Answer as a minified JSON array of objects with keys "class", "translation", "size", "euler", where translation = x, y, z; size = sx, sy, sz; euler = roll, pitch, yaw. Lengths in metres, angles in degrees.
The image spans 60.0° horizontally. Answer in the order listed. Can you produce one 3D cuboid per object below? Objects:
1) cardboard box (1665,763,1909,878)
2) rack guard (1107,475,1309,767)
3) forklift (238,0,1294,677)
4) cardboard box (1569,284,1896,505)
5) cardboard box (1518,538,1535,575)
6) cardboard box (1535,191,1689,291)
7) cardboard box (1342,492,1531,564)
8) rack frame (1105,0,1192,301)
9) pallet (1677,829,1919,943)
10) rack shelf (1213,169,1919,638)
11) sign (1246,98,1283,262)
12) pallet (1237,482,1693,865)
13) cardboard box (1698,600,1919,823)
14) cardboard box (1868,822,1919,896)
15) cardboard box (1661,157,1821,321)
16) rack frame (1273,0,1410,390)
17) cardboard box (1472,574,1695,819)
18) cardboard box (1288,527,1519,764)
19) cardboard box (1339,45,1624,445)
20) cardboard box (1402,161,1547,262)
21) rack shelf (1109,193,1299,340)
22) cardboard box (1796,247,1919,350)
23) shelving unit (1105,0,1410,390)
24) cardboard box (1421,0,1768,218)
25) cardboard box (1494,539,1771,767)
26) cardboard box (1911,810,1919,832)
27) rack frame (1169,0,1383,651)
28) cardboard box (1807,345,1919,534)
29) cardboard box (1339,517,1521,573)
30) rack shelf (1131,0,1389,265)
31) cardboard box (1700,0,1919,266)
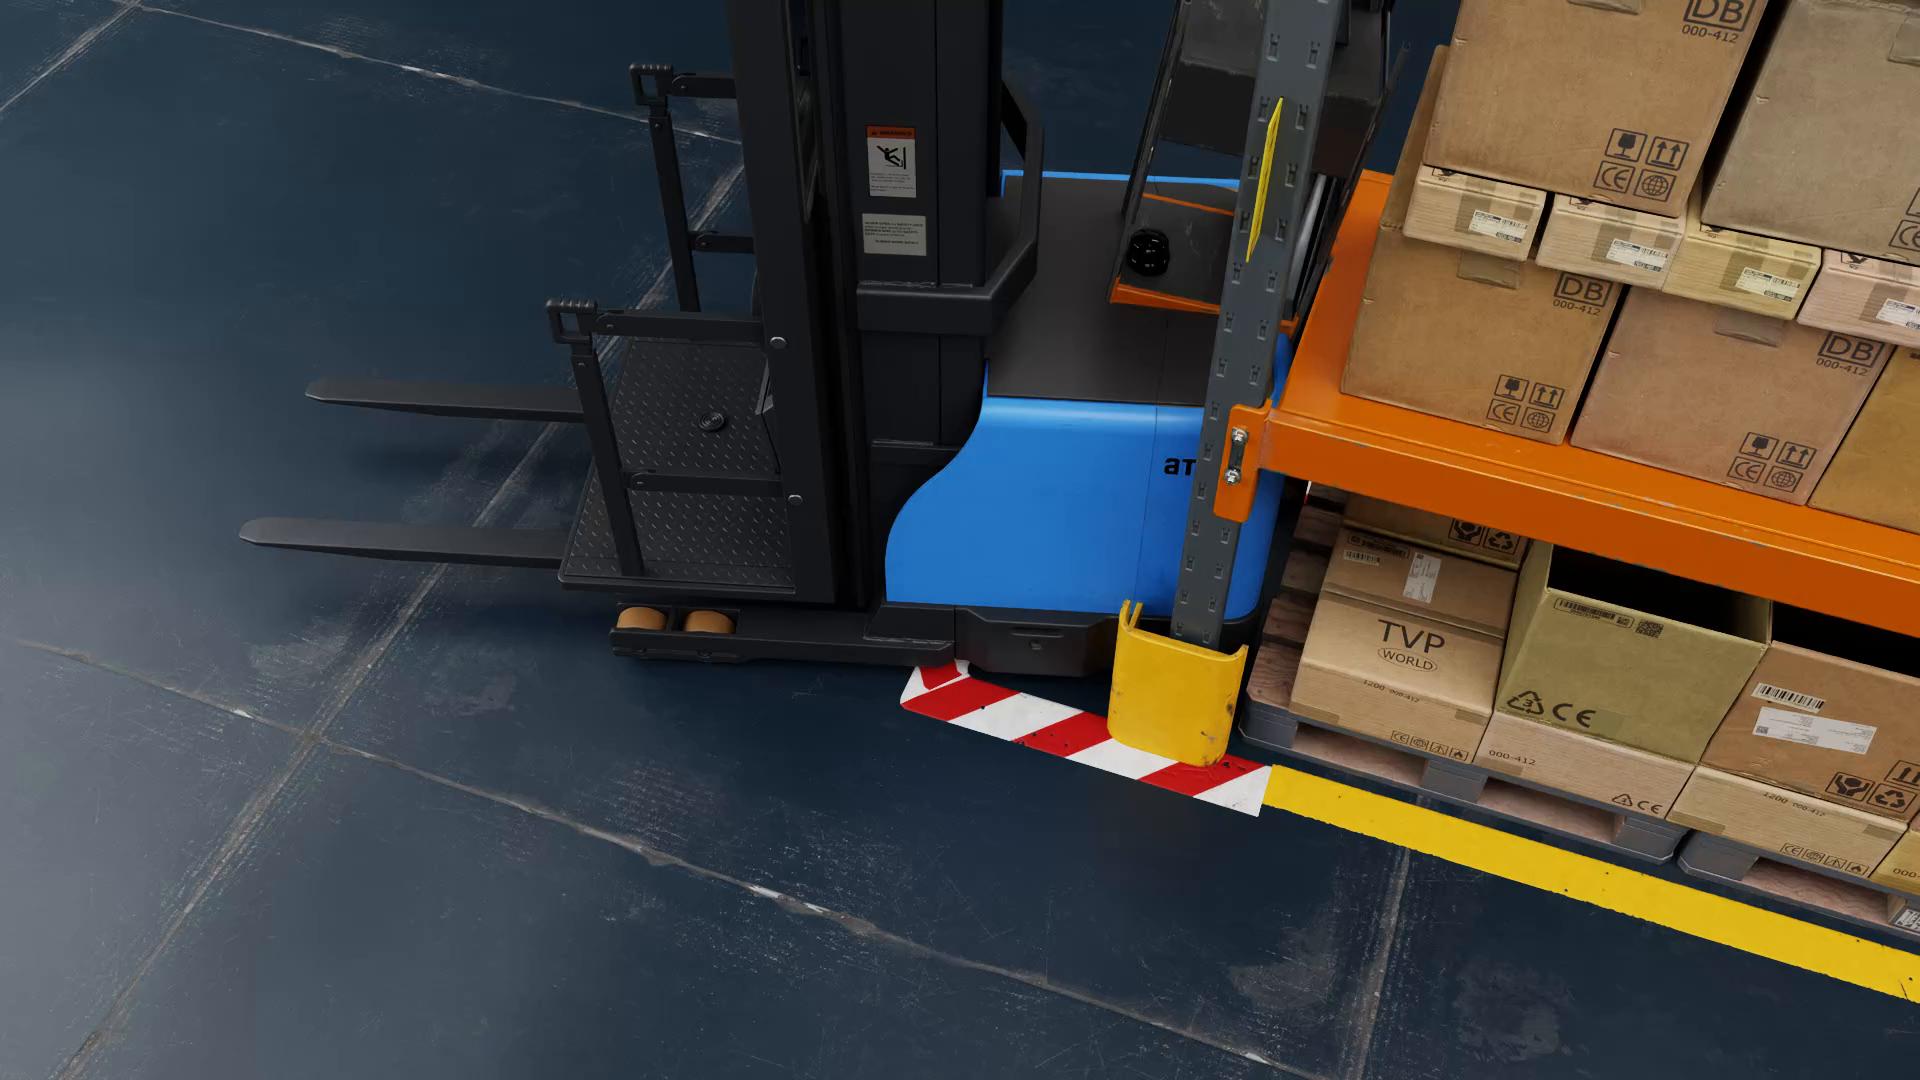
[{"class":"cardboard box","translation":[2.156,0.541,4.338],"size":[0.500,0.250,0.500],"euler":[16,51,13]},{"class":"rack guard","translation":[0.768,0.032,4.891],"size":[0.348,0.500,1.175],"euler":[16,51,13]},{"class":"forklift","translation":[-0.623,-0.993,4.171],"size":[3.031,2.935,1.130],"euler":[3,49,3]},{"class":"cardboard box","translation":[1.719,-0.548,3.673],"size":[0.500,0.500,0.700],"euler":[17,51,14]},{"class":"cardboard box","translation":[1.870,0.036,4.775],"size":[0.500,0.250,0.500],"euler":[16,51,13]},{"class":"cardboard box","translation":[1.333,-0.703,3.379],"size":[0.250,0.149,0.380],"euler":[14,51,12]},{"class":"cardboard box","translation":[1.397,-0.333,4.599],"size":[0.500,0.500,0.500],"euler":[16,51,13]},{"class":"rack frame","translation":[0.400,-0.675,4.572],"size":[0.015,2.100,0.400],"euler":[12,51,1]},{"class":"pallet","translation":[2.663,0.624,4.569],"size":[1.213,0.211,1.003],"euler":[16,51,13]},{"class":"rack shelf","translation":[2.667,-0.021,3.759],"size":[4.000,0.370,1.077],"euler":[16,51,13]},{"class":"sign","translation":[0.593,-0.698,3.245],"size":[0.005,0.325,0.100],"euler":[16,51,13]},{"class":"pallet","translation":[1.523,0.304,4.847],"size":[1.213,0.211,1.003],"euler":[16,51,13]},{"class":"cardboard box","translation":[2.160,0.287,4.062],"size":[0.500,0.500,0.500],"euler":[16,51,13]},{"class":"cardboard box","translation":[2.623,0.675,4.222],"size":[0.500,0.250,0.500],"euler":[16,51,13]},{"class":"cardboard box","translation":[1.566,-0.636,3.321],"size":[0.250,0.149,0.380],"euler":[16,51,13]},{"class":"rack frame","translation":[0.877,-0.570,4.566],"size":[0.015,2.100,0.400],"euler":[12,51,1]},{"class":"cardboard box","translation":[1.687,0.409,4.452],"size":[0.500,0.250,0.500],"euler":[16,51,13]},{"class":"cardboard box","translation":[1.217,0.281,4.563],"size":[0.500,0.250,0.500],"euler":[16,51,13]},{"class":"cardboard box","translation":[1.224,-0.682,3.790],"size":[0.500,0.500,0.700],"euler":[16,51,13]},{"class":"cardboard box","translation":[1.084,-0.770,3.437],"size":[0.250,0.149,0.380],"euler":[15,51,13]},{"class":"rack shelf","translation":[0.637,-0.614,4.580],"size":[0.480,0.518,0.431],"euler":[12,51,1]},{"class":"cardboard box","translation":[1.802,-0.569,3.263],"size":[0.250,0.149,0.380],"euler":[15,51,13]},{"class":"shelving unit","translation":[0.638,-0.622,4.569],"size":[0.503,2.100,0.431],"euler":[12,51,1]},{"class":"cardboard box","translation":[1.274,-1.093,3.287],"size":[0.500,0.500,0.700],"euler":[16,51,13]},{"class":"cardboard box","translation":[1.687,0.165,4.168],"size":[0.500,0.500,0.500],"euler":[16,51,13]},{"class":"cardboard box","translation":[2.623,0.430,3.938],"size":[0.500,0.500,0.500],"euler":[16,51,13]},{"class":"rack frame","translation":[0.791,-0.780,3.941],"size":[0.127,3.000,1.000],"euler":[16,51,13]},{"class":"cardboard box","translation":[2.182,-0.413,3.557],"size":[0.500,0.500,0.700],"euler":[16,51,13]},{"class":"cardboard box","translation":[1.396,-0.086,4.881],"size":[0.500,0.250,0.500],"euler":[16,51,13]},{"class":"rack shelf","translation":[0.725,-1.046,4.036],"size":[0.480,0.518,0.431],"euler":[12,51,1]},{"class":"cardboard box","translation":[1.769,-0.959,3.171],"size":[0.500,0.500,0.700],"euler":[14,51,12]}]
